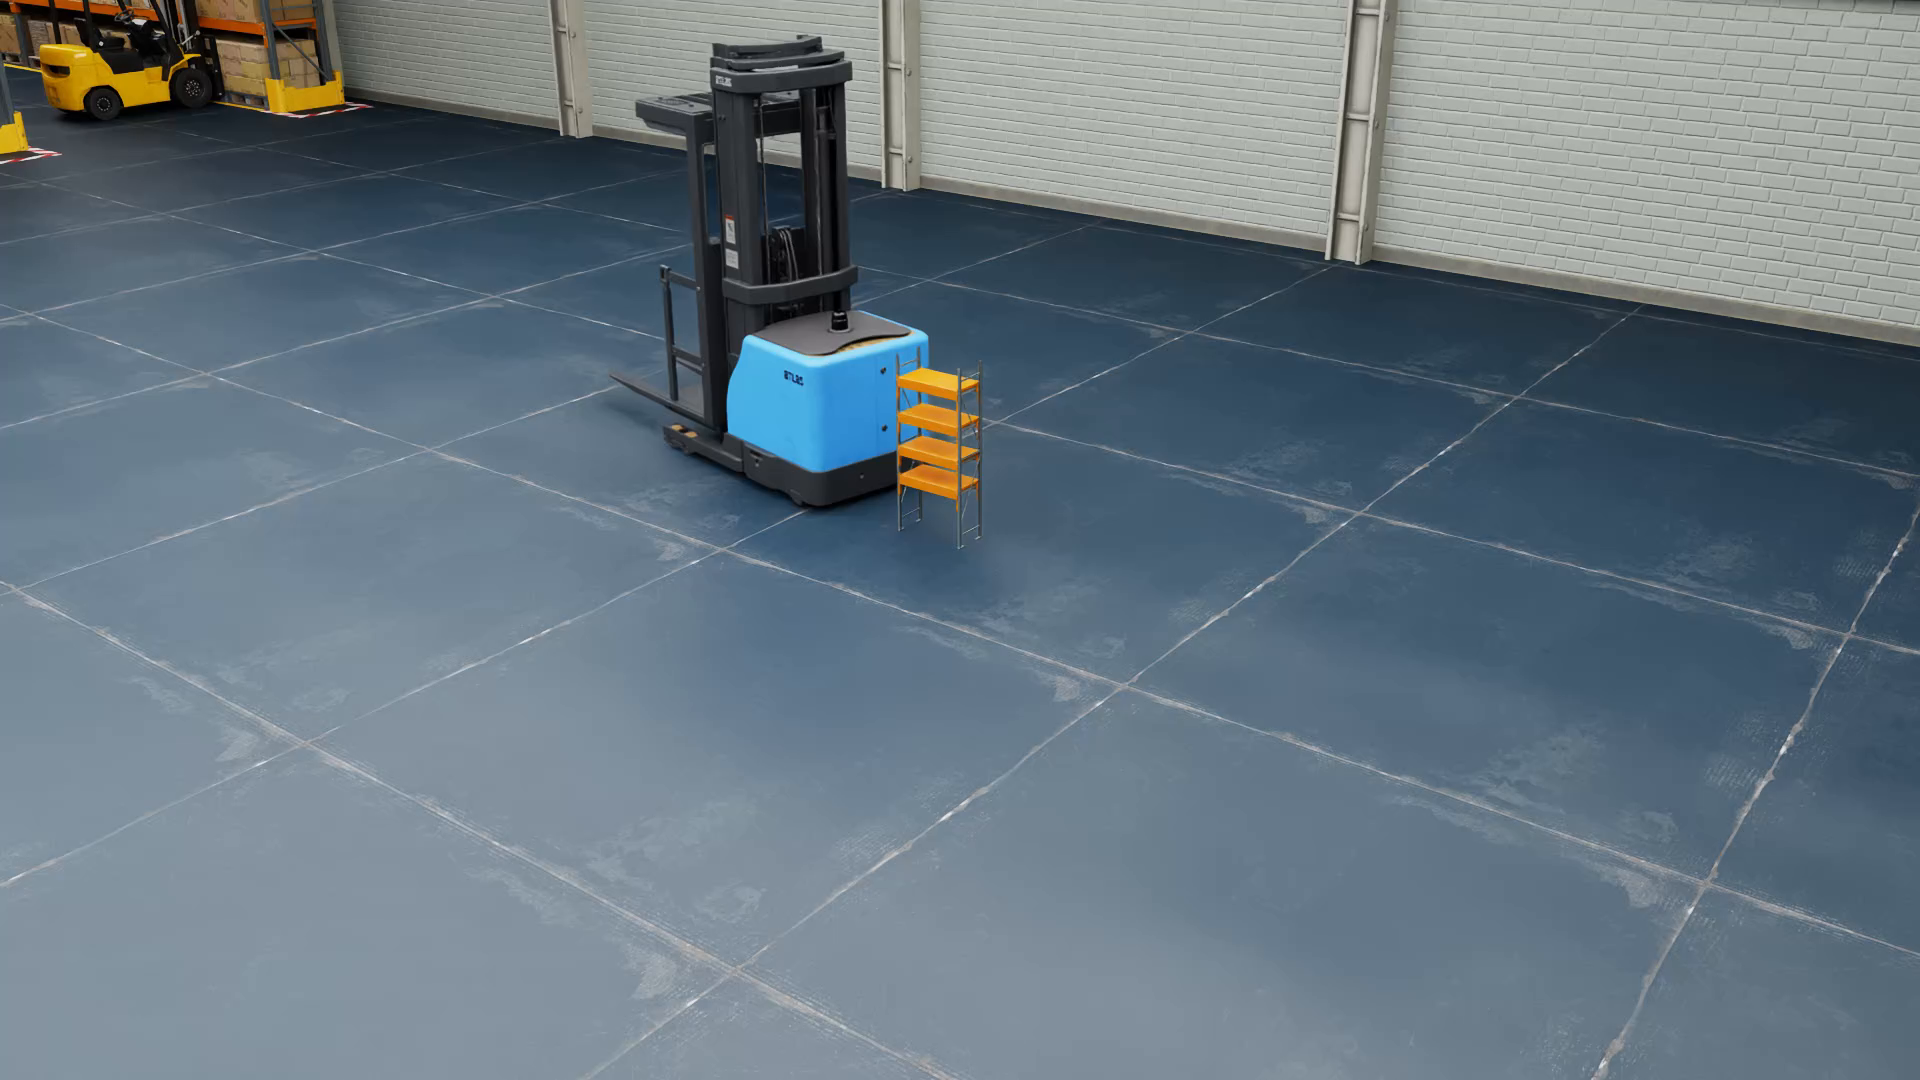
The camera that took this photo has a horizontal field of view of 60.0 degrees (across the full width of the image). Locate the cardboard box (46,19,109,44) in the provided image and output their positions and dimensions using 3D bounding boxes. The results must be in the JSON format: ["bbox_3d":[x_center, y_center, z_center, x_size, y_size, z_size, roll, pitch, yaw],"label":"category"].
[{"bbox_3d":[-15.697,-8.942,29.750,0.625,0.625,0.875,18,29,35],"label":"cardboard box"}]

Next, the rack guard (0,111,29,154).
[{"bbox_3d":[-13.349,-5.485,22.579,0.348,0.500,1.175,17,29,33],"label":"rack guard"}]

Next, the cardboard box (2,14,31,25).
[{"bbox_3d":[-17.262,-9.530,30.435,0.250,0.149,0.380,15,28,31],"label":"cardboard box"}]

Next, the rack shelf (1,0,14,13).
[{"bbox_3d":[-18.316,-10.302,31.303,4.000,0.370,1.077,17,29,33],"label":"rack shelf"}]

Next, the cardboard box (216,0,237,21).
[{"bbox_3d":[-11.275,-8.421,26.019,0.500,0.500,0.500,18,29,35],"label":"cardboard box"}]

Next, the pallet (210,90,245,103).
[{"bbox_3d":[-11.923,-7.404,27.291,1.213,0.211,1.003,17,29,33],"label":"pallet"}]

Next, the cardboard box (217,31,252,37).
[{"bbox_3d":[-11.787,-8.152,27.181,0.500,0.250,0.500,16,28,32],"label":"cardboard box"}]

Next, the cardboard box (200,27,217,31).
[{"bbox_3d":[-12.590,-8.397,27.738,0.500,0.250,0.500,16,29,33],"label":"cardboard box"}]

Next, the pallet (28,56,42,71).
[{"bbox_3d":[-16.080,-8.660,30.142,1.213,0.211,1.003,17,29,33],"label":"pallet"}]

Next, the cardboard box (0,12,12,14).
[{"bbox_3d":[-17.684,-9.664,30.739,0.250,0.149,0.380,16,28,32],"label":"cardboard box"}]

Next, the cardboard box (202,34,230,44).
[{"bbox_3d":[-12.092,-7.980,26.792,0.500,0.250,0.500,16,28,32],"label":"cardboard box"}]

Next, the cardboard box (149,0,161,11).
[{"bbox_3d":[-12.889,-8.914,27.137,0.500,0.500,0.500,17,29,34],"label":"cardboard box"}]

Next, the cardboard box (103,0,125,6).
[{"bbox_3d":[-14.075,-9.149,27.981,0.500,0.250,0.500,18,29,34],"label":"cardboard box"}]

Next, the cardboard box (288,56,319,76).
[{"bbox_3d":[-10.566,-7.556,26.449,0.500,0.250,0.500,17,29,34],"label":"cardboard box"}]

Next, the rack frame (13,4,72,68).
[{"bbox_3d":[-16.715,-10.147,30.061,0.127,3.000,1.000,17,29,33],"label":"rack frame"}]

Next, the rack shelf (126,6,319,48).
[{"bbox_3d":[-11.914,-8.367,26.913,4.000,0.370,1.077,17,29,33],"label":"rack shelf"}]

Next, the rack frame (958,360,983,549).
[{"bbox_3d":[0.063,-0.530,10.465,0.015,1.200,0.240,17,29,33],"label":"rack frame"}]

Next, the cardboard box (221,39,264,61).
[{"bbox_3d":[-11.282,-7.737,26.238,0.500,0.250,0.500,17,29,34],"label":"cardboard box"}]

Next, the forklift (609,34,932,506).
[{"bbox_3d":[-1.543,-2.085,11.848,1.130,2.935,3.031,-19,30,-37],"label":"forklift"}]

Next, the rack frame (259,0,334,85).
[{"bbox_3d":[-10.314,-8.213,25.670,0.127,3.000,1.000,17,29,33],"label":"rack frame"}]

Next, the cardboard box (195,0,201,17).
[{"bbox_3d":[-12.094,-8.663,26.568,0.500,0.500,0.500,17,29,34],"label":"cardboard box"}]

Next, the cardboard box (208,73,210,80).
[{"bbox_3d":[-12.096,-7.524,26.996,0.500,0.250,0.500,18,29,35],"label":"cardboard box"}]

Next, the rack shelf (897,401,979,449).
[{"bbox_3d":[-0.132,-0.732,10.536,0.480,0.148,0.258,17,29,33],"label":"rack shelf"}]

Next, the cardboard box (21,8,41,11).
[{"bbox_3d":[-17.551,-9.922,31.324,0.250,0.149,0.380,15,28,31],"label":"cardboard box"}]

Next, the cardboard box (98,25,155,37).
[{"bbox_3d":[-14.555,-8.598,28.969,0.625,0.625,0.875,16,29,33],"label":"cardboard box"}]

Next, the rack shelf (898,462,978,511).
[{"bbox_3d":[-0.132,-0.346,10.706,0.480,0.148,0.258,17,29,33],"label":"rack shelf"}]

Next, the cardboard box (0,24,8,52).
[{"bbox_3d":[-17.577,-9.353,30.837,0.500,0.500,0.500,16,29,33],"label":"cardboard box"}]

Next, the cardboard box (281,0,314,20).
[{"bbox_3d":[-10.544,-8.468,26.125,0.500,0.500,0.500,18,29,35],"label":"cardboard box"}]

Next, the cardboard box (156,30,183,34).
[{"bbox_3d":[-12.913,-8.227,27.350,0.500,0.250,0.500,17,29,33],"label":"cardboard box"}]

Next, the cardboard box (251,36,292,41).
[{"bbox_3d":[-10.987,-7.901,26.612,0.500,0.250,0.500,17,29,33],"label":"cardboard box"}]

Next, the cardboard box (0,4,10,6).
[{"bbox_3d":[-18.387,-10.165,31.874,0.250,0.149,0.380,17,29,34],"label":"cardboard box"}]

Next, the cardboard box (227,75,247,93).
[{"bbox_3d":[-11.272,-7.282,26.446,0.500,0.250,0.500,17,29,33],"label":"cardboard box"}]

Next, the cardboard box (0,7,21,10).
[{"bbox_3d":[-18.013,-10.015,31.534,0.250,0.149,0.380,17,29,34],"label":"cardboard box"}]

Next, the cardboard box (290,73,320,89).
[{"bbox_3d":[-10.590,-7.329,26.552,0.500,0.250,0.500,17,29,34],"label":"cardboard box"}]

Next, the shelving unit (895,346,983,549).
[{"bbox_3d":[-0.132,-0.589,10.599,0.503,1.200,0.258,17,29,33],"label":"shelving unit"}]

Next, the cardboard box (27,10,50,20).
[{"bbox_3d":[-17.142,-9.792,31.029,0.250,0.149,0.380,18,29,35],"label":"cardboard box"}]

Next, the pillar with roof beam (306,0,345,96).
[{"bbox_3d":[-12.912,-10.028,22.350,0.400,9.000,9.100,17,29,33],"label":"pillar with roof beam"}]

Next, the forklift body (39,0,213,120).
[{"bbox_3d":[-12.925,-7.694,25.546,1.214,2.155,2.313,17,29,33],"label":"forklift body"}]

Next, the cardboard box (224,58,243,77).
[{"bbox_3d":[-11.286,-7.517,26.360,0.500,0.250,0.500,16,29,33],"label":"cardboard box"}]

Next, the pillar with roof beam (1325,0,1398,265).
[{"bbox_3d":[1.491,-5.676,12.471,0.400,9.000,9.100,17,29,33],"label":"pillar with roof beam"}]
